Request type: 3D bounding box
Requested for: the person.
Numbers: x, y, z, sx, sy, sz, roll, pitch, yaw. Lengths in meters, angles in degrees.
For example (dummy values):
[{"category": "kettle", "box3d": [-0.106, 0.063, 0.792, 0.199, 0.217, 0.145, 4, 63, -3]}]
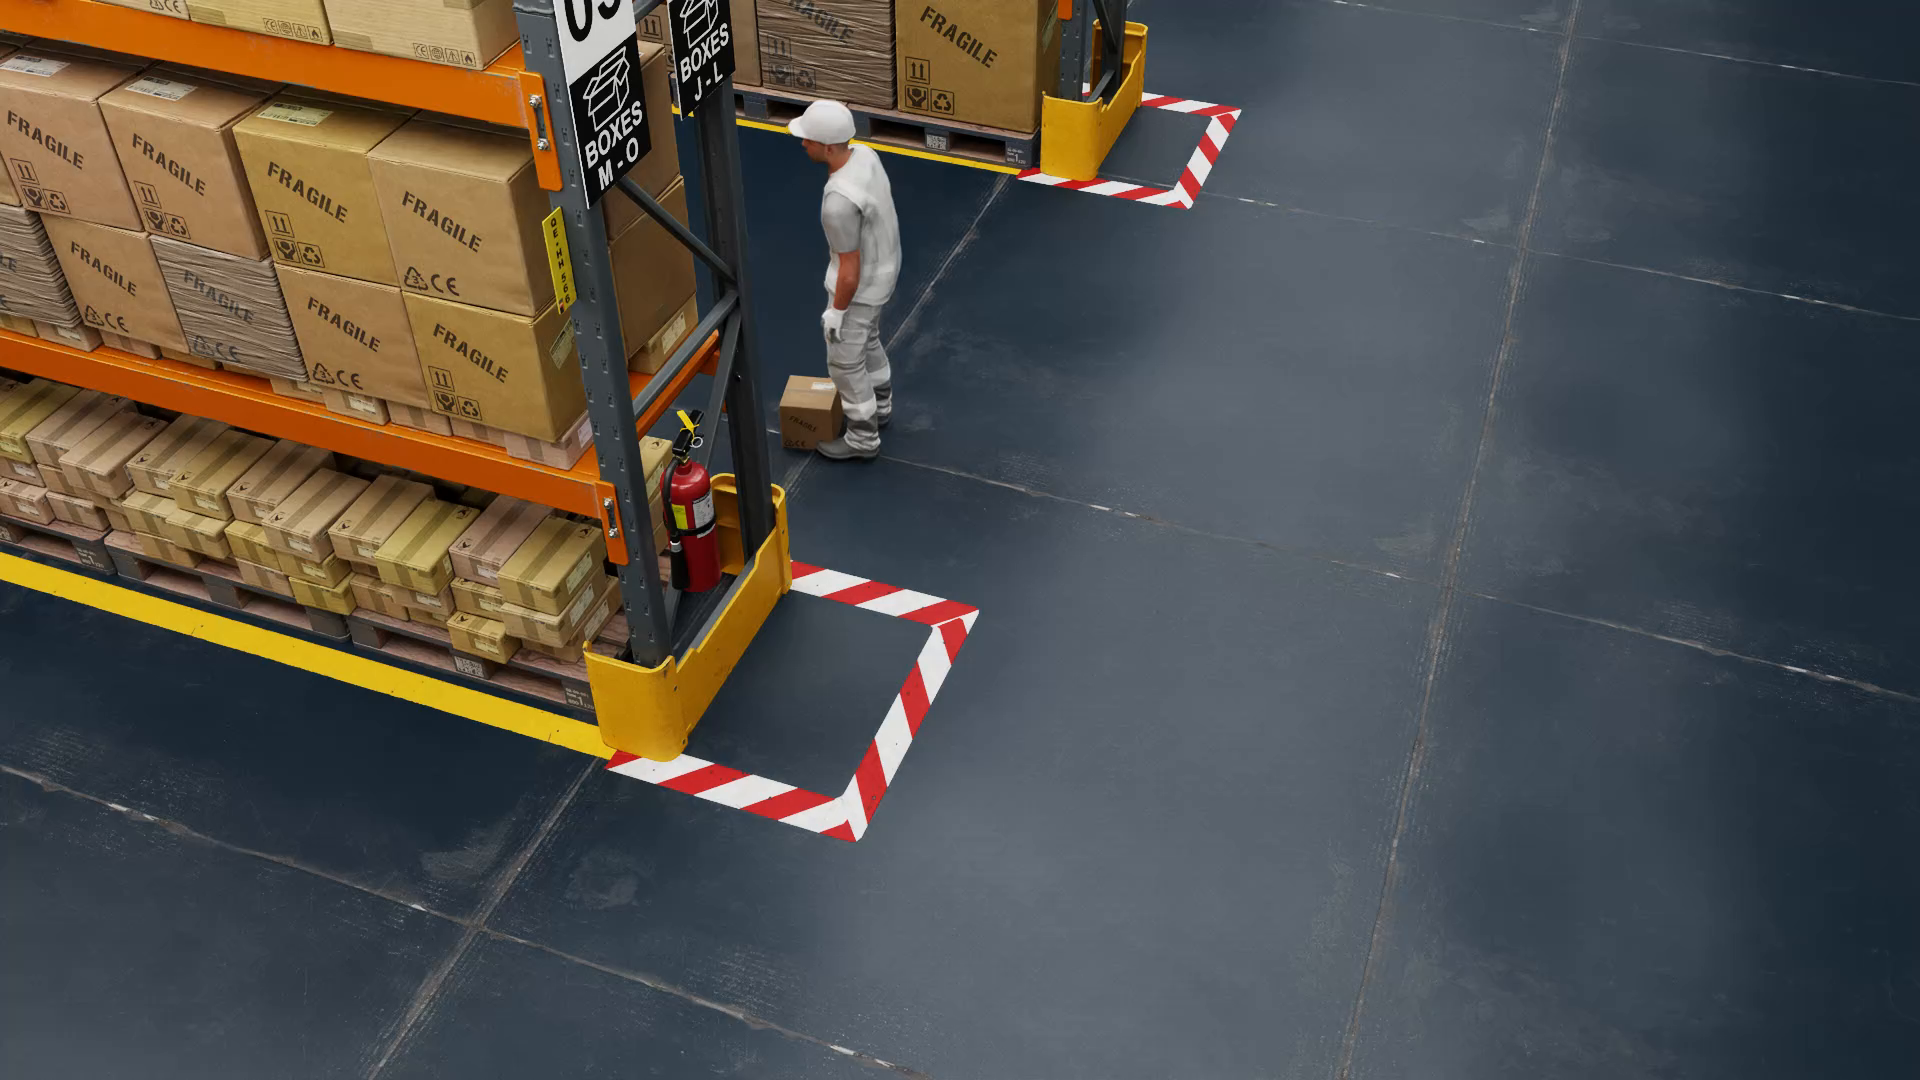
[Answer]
[{"category": "person", "box3d": [-0.492, -1.150, 7.464, 0.448, 1.780, 0.619, 7, 42, 8]}]
